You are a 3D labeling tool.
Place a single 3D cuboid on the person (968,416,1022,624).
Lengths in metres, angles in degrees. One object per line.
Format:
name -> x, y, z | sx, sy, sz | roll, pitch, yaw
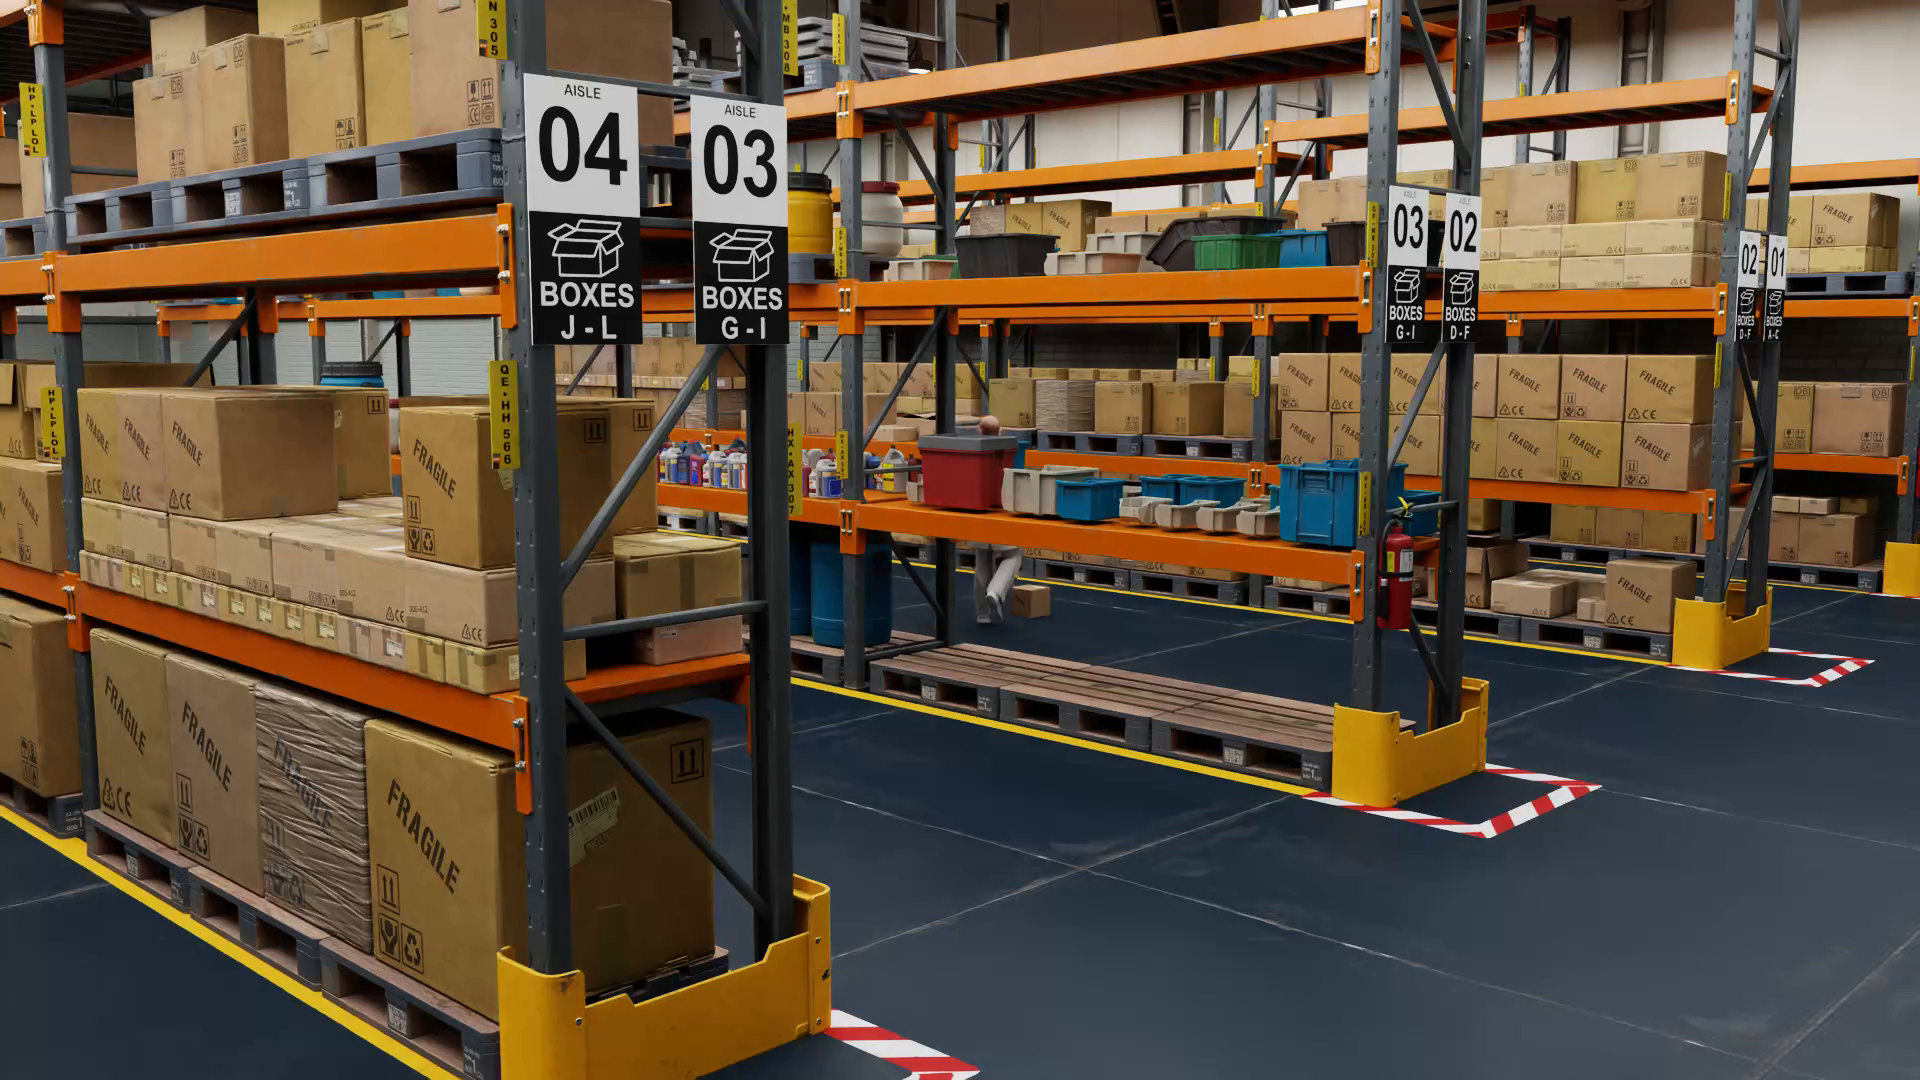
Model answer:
person -> 0.263, -0.166, 14.045 | 0.618, 1.763, 0.604 | 2, 7, 15
